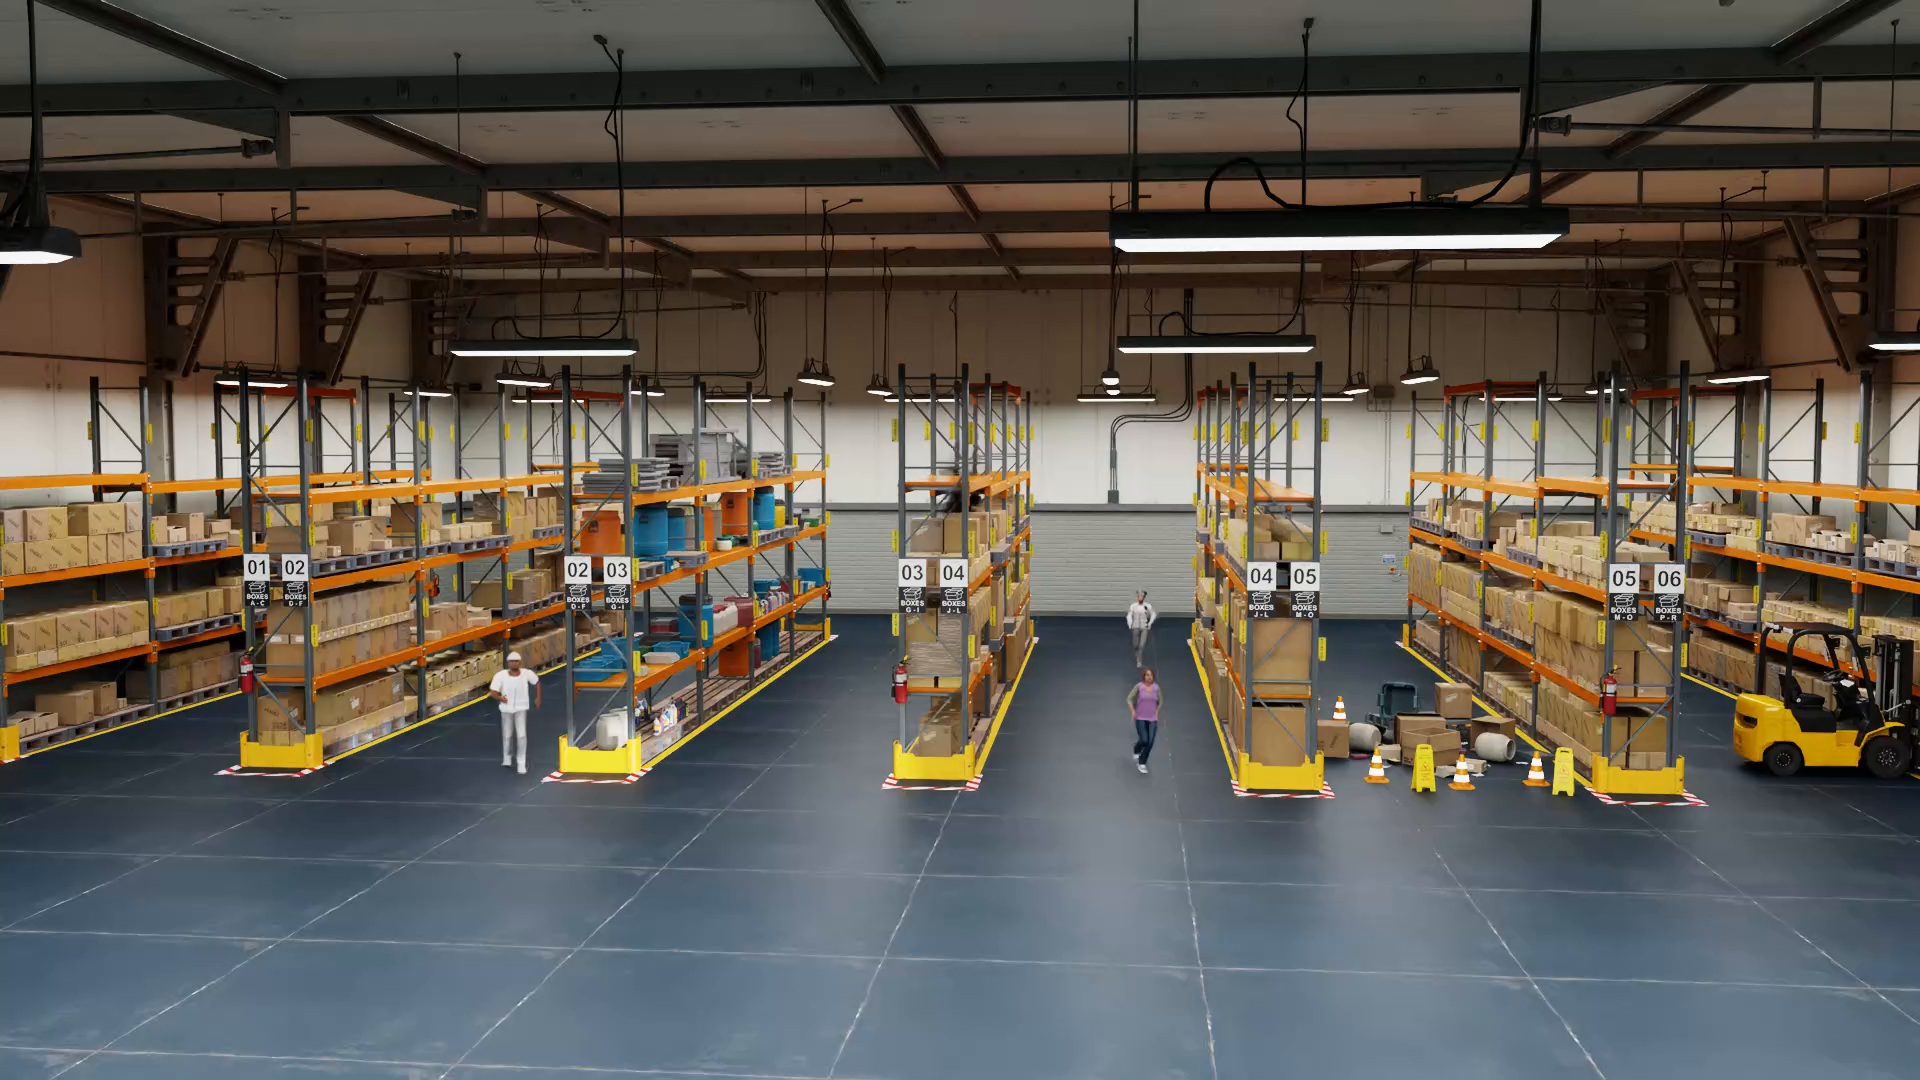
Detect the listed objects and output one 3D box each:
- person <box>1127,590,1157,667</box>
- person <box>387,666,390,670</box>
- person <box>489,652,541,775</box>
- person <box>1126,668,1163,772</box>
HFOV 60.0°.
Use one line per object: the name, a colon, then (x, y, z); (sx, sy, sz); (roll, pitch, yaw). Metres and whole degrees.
person: (3.910, 1.889, 35.814); (0.633, 1.654, 0.666); (1, 4, 12)
person: (-11.963, 1.990, 34.206); (0.537, 1.585, 0.893); (0, 4, -3)
person: (-6.568, 2.558, 24.575); (0.735, 1.837, 0.739); (-1, 4, -15)
person: (2.750, 2.659, 24.502); (0.521, 1.553, 0.512); (-1, 4, -9)
